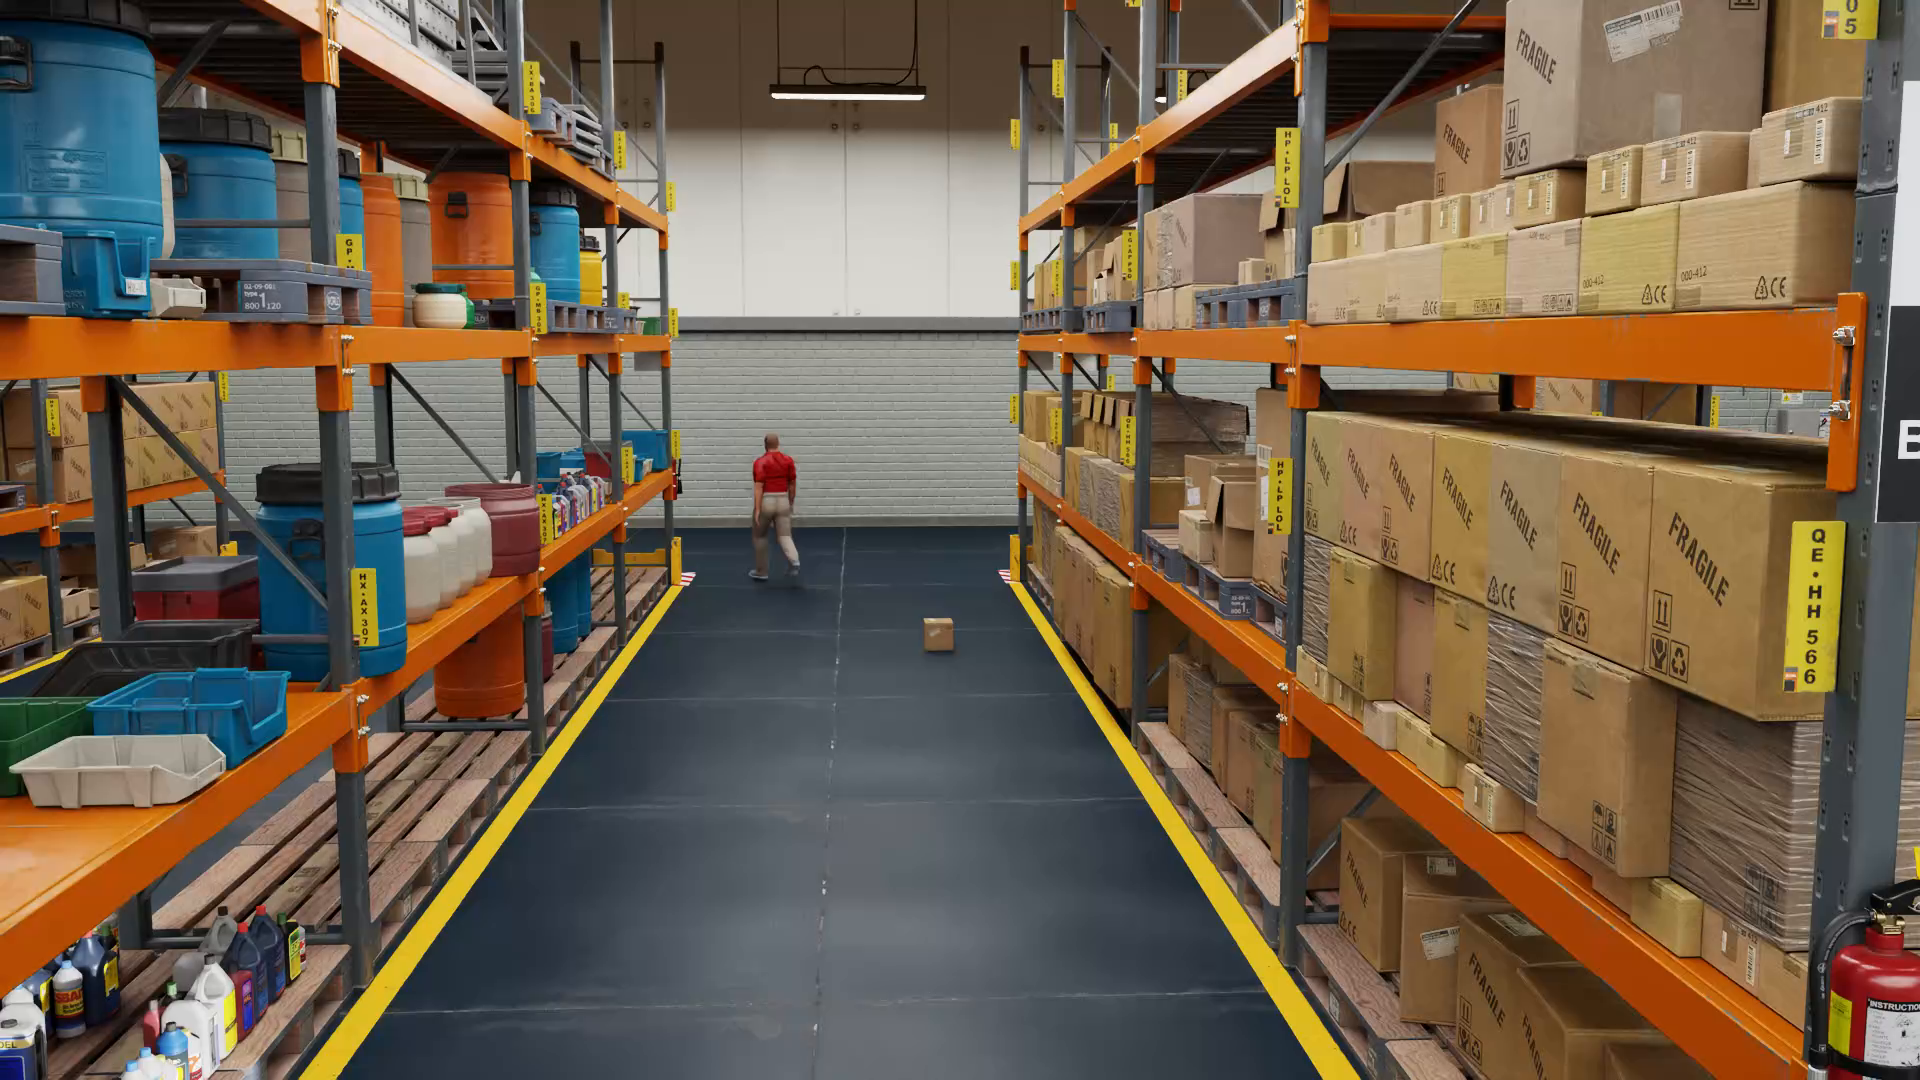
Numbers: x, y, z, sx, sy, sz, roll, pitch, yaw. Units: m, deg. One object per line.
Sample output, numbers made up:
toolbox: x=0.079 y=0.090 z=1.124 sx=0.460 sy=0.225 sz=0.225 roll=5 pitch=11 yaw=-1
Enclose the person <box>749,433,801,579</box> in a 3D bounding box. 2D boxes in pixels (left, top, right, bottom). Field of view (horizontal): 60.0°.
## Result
person: x=-2.110 y=-0.377 z=18.919 sx=0.547 sy=1.686 sz=0.913 roll=-4 pitch=8 yaw=-29
